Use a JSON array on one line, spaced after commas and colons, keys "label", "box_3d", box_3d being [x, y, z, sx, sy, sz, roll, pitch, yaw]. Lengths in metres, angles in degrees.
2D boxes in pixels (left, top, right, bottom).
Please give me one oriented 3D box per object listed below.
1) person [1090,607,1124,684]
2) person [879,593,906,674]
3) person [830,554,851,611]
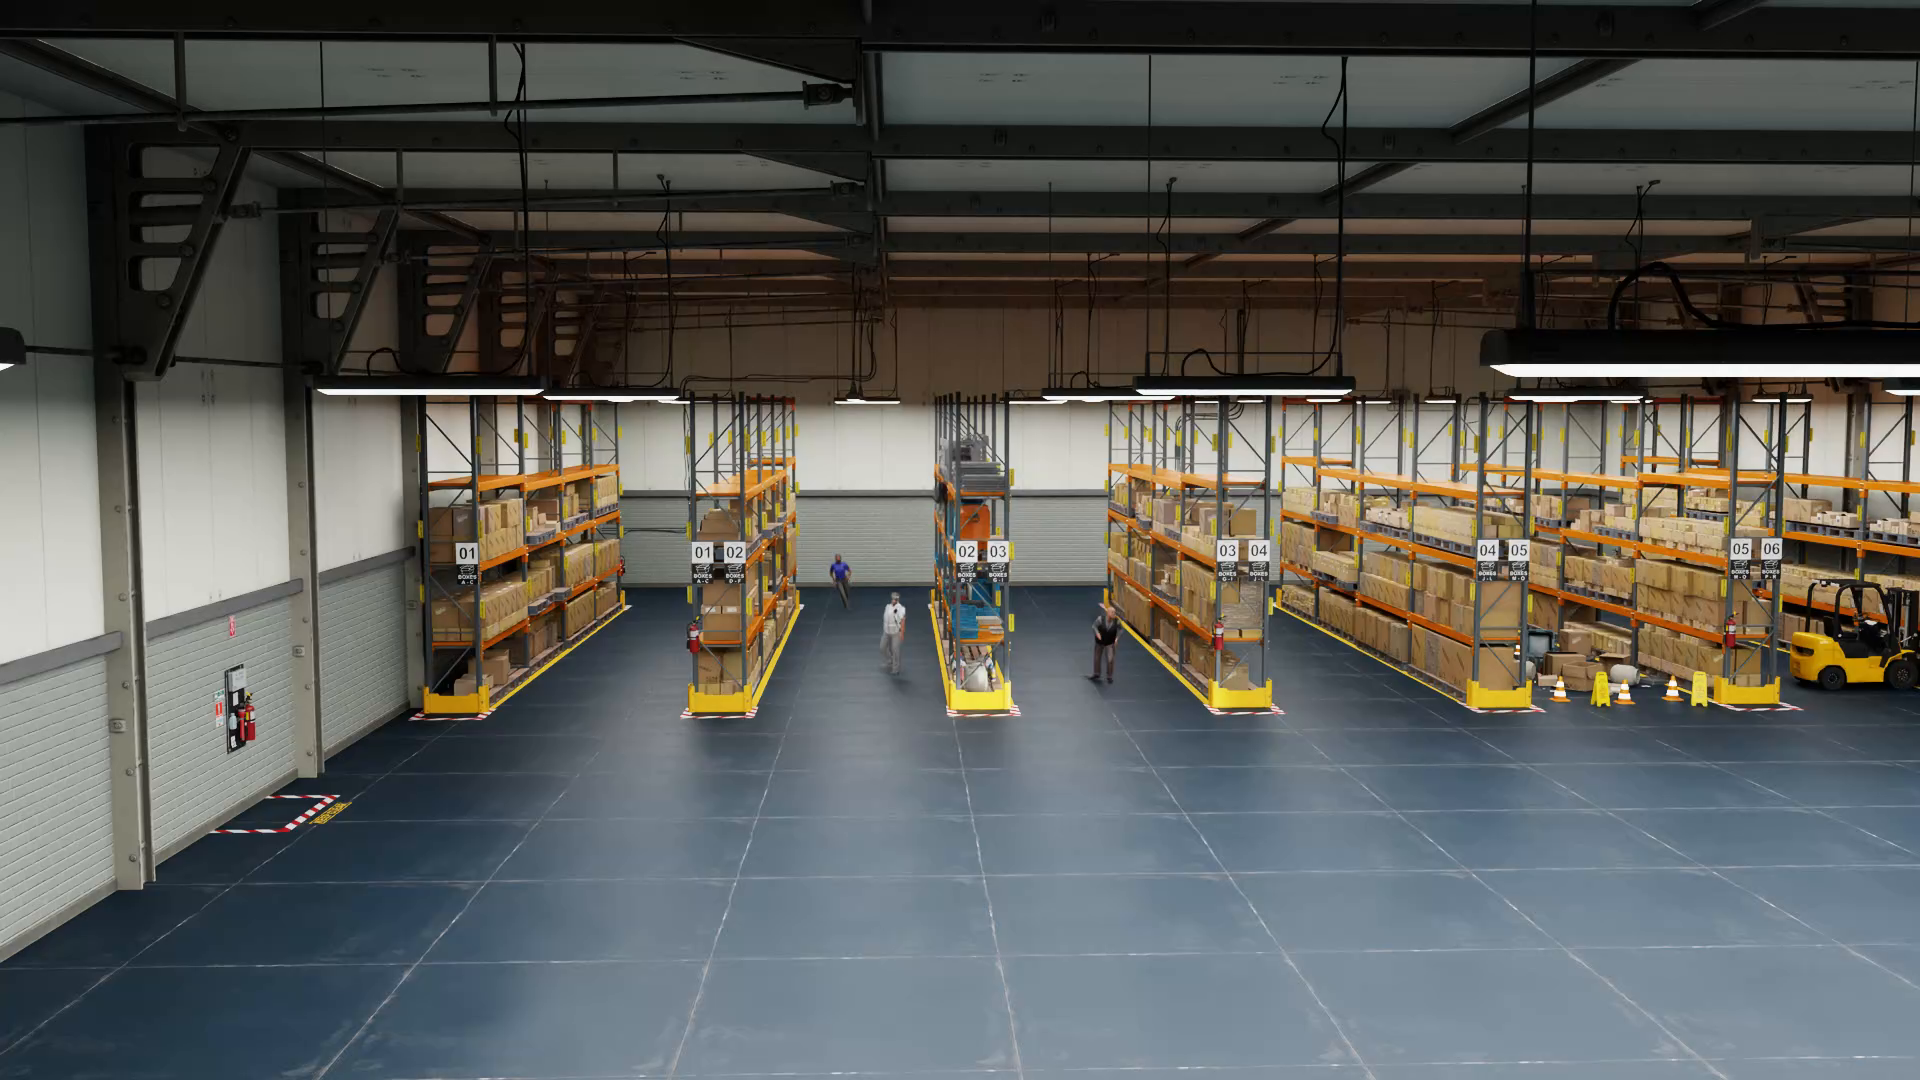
[{"label": "person", "box_3d": [3.043, 2.171, 34.637, 0.734, 1.630, 0.782, 1, 5, 11]}, {"label": "person", "box_3d": [-1.444, 2.006, 35.782, 0.673, 1.776, 0.519, 3, 5, 29]}, {"label": "person", "box_3d": [-3.372, 1.181, 46.920, 0.604, 1.585, 0.749, -1, 5, -11]}]
